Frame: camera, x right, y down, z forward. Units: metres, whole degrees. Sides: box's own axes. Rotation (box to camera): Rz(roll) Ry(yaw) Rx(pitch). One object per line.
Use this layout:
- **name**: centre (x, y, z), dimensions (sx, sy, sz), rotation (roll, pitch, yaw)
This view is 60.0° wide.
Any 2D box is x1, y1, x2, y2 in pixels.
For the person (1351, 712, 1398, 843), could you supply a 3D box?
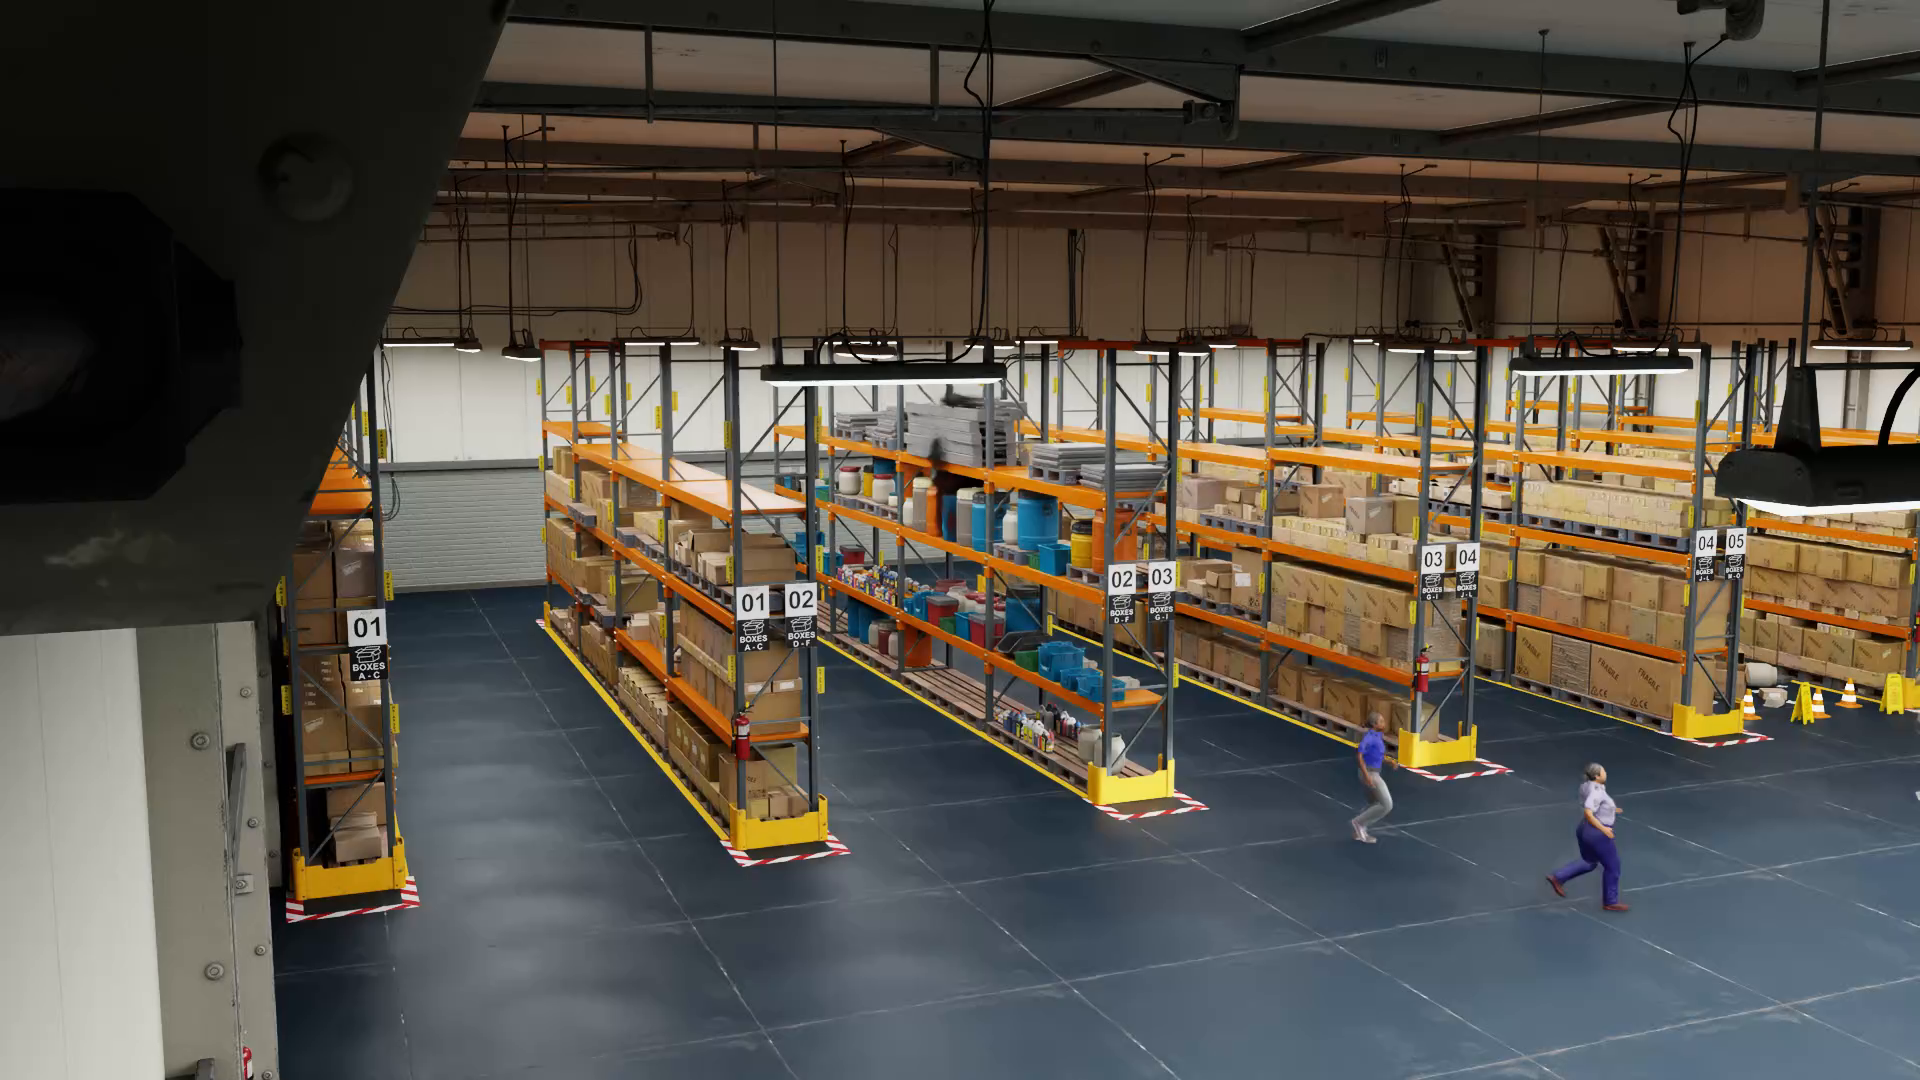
- **person**: centre (5.072, 2.901, 20.304), dimensions (0.543, 1.623, 0.577), rotation (2, 8, 13)

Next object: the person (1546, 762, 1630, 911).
- **person**: centre (6.839, 3.200, 17.982), dimensions (0.862, 1.610, 0.619), rotation (0, 7, 1)
